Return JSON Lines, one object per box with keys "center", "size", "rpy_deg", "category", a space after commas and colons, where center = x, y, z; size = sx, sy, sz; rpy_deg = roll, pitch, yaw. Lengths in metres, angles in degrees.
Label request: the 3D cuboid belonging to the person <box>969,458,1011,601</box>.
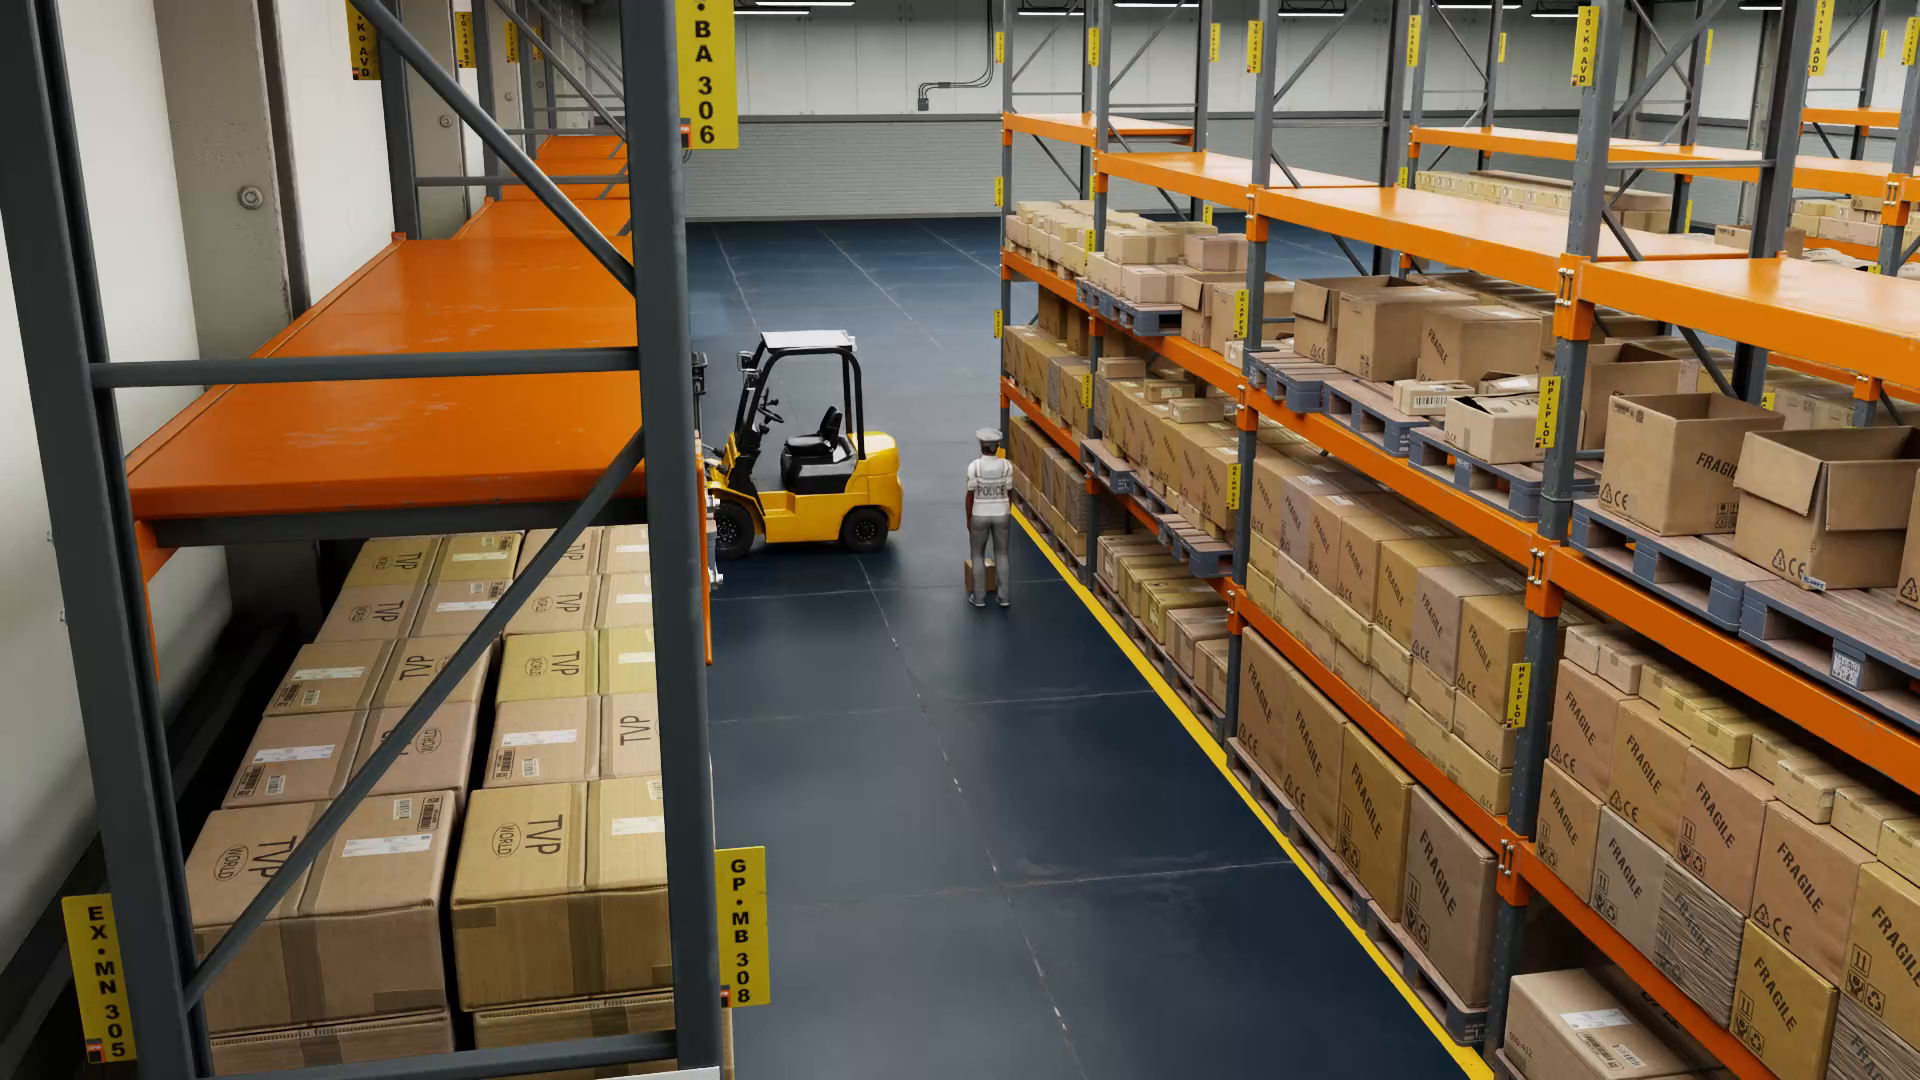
{"center": [0.284, -0.121, 15.403], "size": [0.387, 1.350, 0.324], "rpy_deg": [-3, 17, -9], "category": "person"}
